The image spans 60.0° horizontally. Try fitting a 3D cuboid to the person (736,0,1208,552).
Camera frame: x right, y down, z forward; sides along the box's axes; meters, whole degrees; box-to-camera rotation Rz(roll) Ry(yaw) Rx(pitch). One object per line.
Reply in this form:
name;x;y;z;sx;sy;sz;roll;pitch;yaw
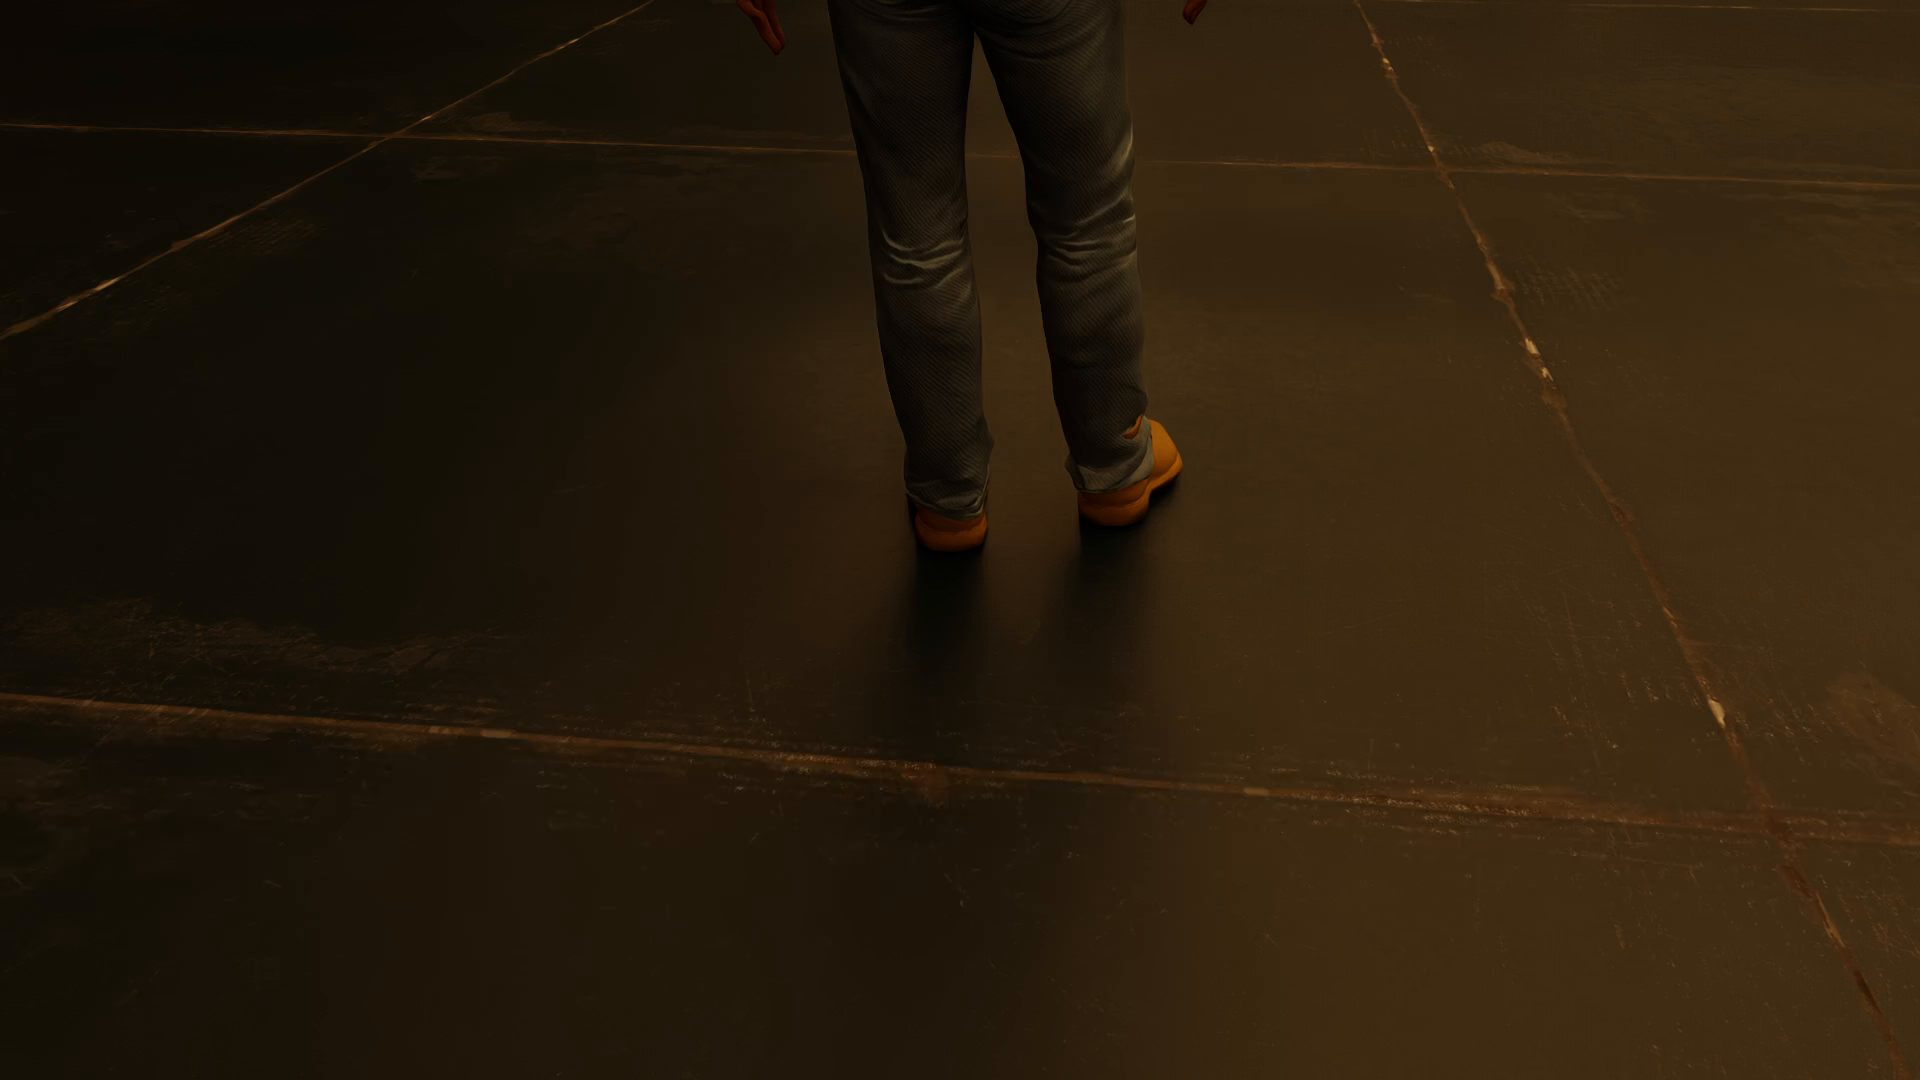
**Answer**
person;0.016;-0.827;2.163;0.665;1.765;0.577;3;27;7
